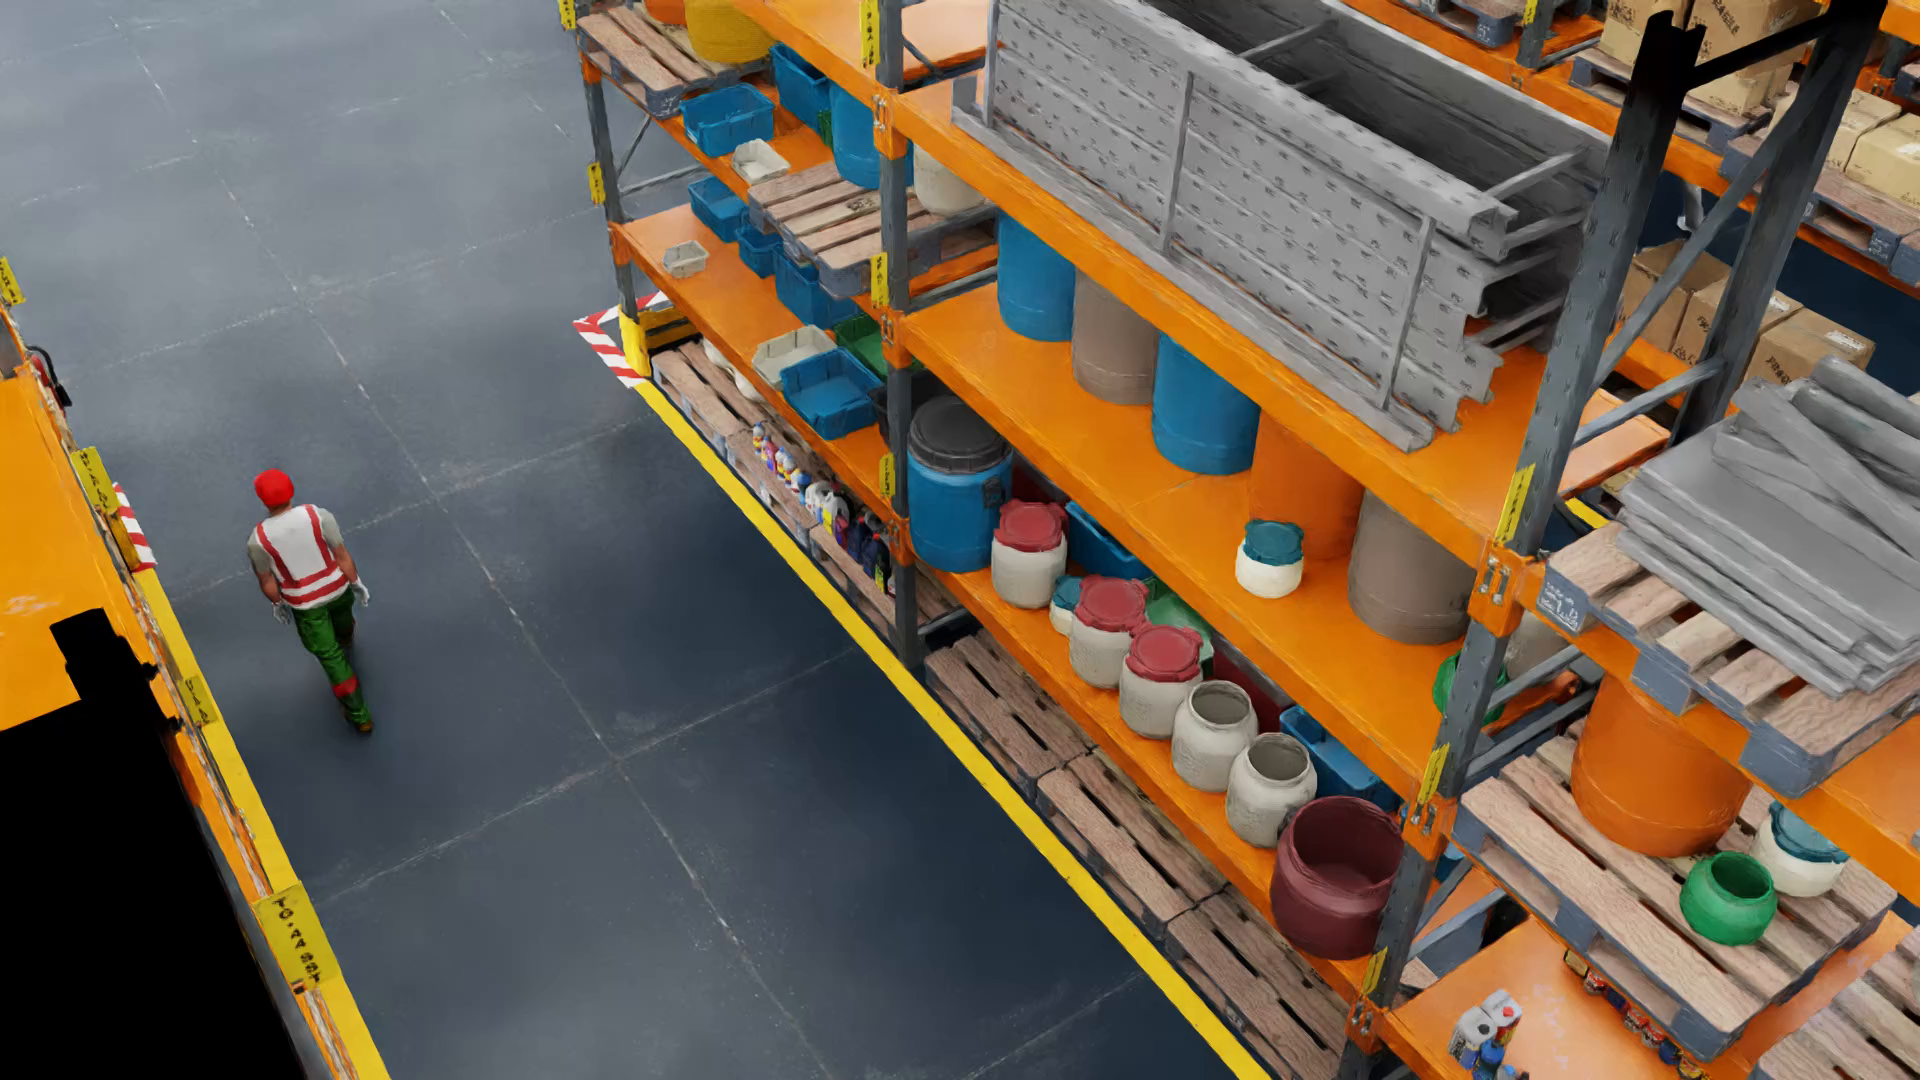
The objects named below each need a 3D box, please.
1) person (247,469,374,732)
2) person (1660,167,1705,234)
[{"bbox_3d":[-3.985,0.259,10.190,0.551,1.707,1.109,-26,49,-26],"label":"person"},{"bbox_3d":[6.128,-3.346,14.199,0.814,1.604,0.598,29,50,28],"label":"person"}]
